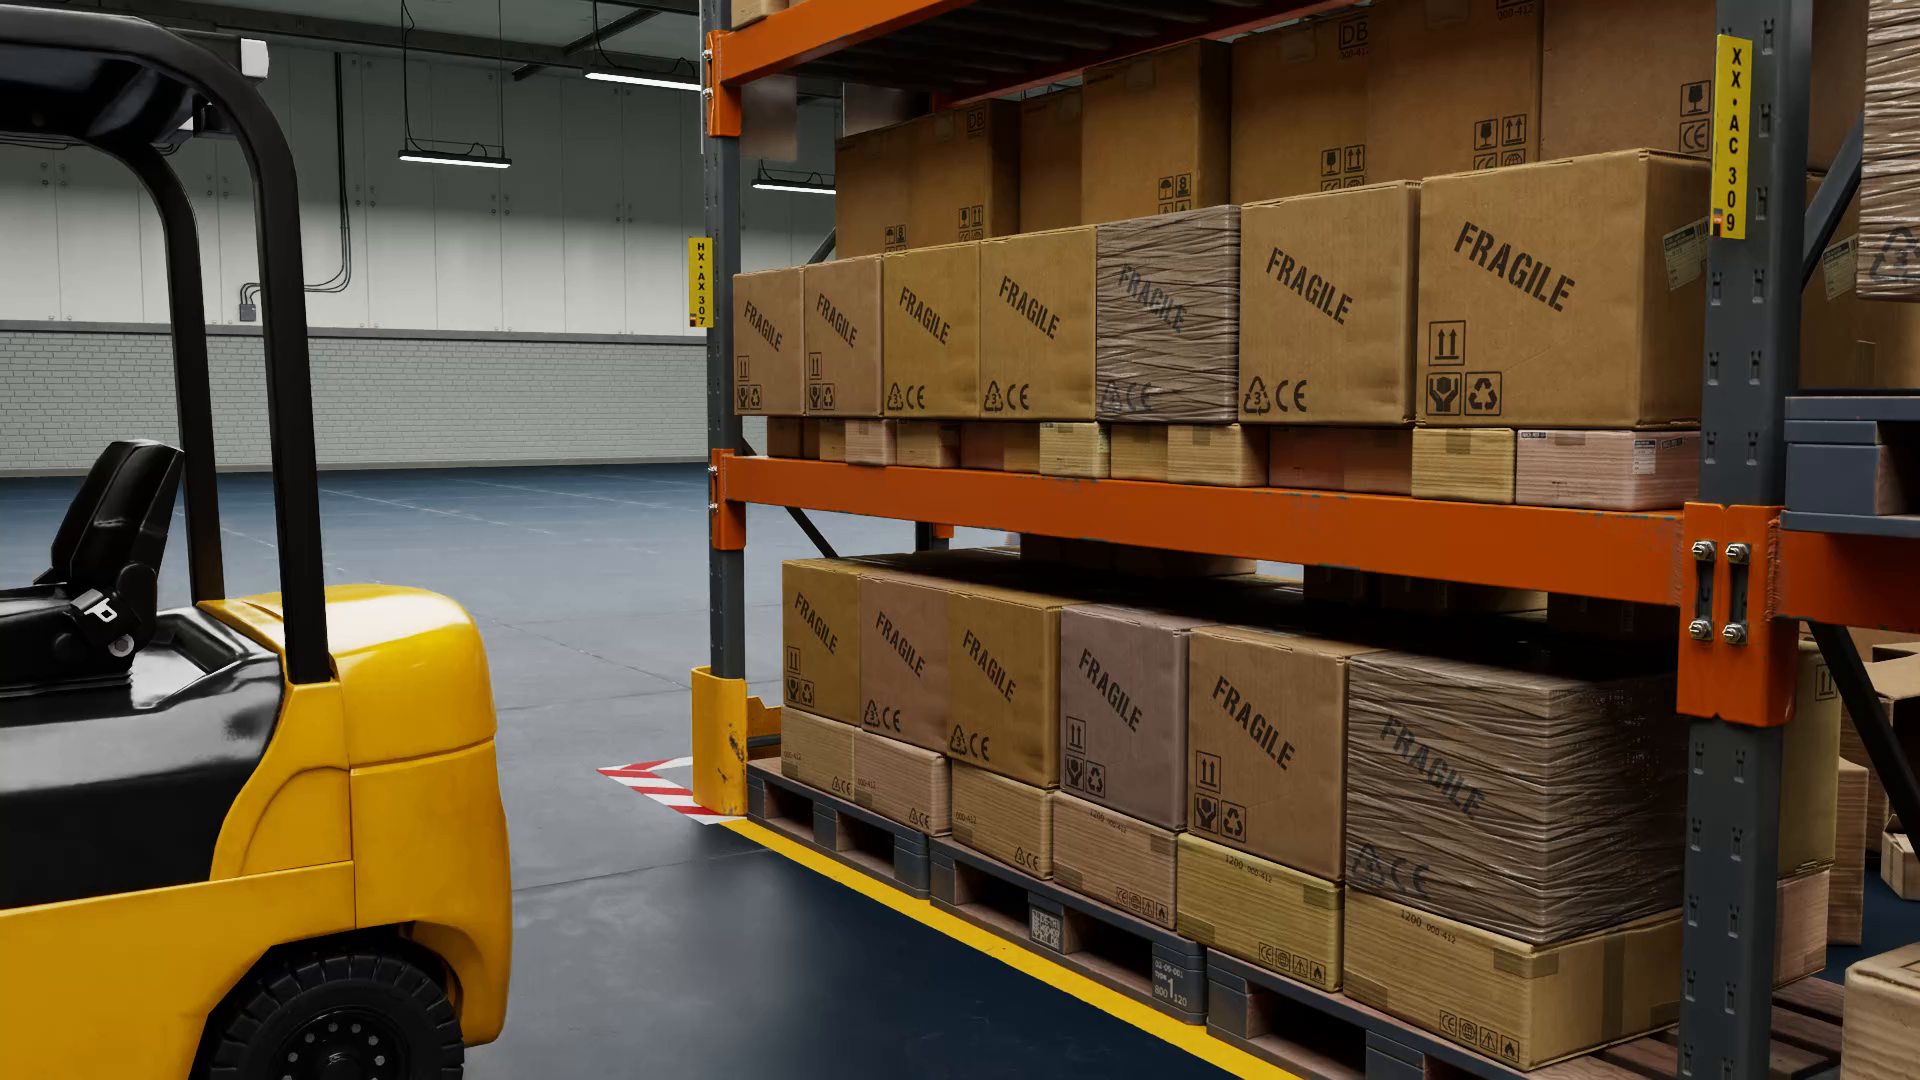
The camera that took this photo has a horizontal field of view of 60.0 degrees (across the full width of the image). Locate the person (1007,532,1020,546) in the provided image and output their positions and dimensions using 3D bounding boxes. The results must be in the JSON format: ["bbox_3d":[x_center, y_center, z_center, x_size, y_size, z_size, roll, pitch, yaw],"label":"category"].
[{"bbox_3d":[0.632,0.200,8.822,0.493,1.146,0.874,-3,6,-36],"label":"person"}]
